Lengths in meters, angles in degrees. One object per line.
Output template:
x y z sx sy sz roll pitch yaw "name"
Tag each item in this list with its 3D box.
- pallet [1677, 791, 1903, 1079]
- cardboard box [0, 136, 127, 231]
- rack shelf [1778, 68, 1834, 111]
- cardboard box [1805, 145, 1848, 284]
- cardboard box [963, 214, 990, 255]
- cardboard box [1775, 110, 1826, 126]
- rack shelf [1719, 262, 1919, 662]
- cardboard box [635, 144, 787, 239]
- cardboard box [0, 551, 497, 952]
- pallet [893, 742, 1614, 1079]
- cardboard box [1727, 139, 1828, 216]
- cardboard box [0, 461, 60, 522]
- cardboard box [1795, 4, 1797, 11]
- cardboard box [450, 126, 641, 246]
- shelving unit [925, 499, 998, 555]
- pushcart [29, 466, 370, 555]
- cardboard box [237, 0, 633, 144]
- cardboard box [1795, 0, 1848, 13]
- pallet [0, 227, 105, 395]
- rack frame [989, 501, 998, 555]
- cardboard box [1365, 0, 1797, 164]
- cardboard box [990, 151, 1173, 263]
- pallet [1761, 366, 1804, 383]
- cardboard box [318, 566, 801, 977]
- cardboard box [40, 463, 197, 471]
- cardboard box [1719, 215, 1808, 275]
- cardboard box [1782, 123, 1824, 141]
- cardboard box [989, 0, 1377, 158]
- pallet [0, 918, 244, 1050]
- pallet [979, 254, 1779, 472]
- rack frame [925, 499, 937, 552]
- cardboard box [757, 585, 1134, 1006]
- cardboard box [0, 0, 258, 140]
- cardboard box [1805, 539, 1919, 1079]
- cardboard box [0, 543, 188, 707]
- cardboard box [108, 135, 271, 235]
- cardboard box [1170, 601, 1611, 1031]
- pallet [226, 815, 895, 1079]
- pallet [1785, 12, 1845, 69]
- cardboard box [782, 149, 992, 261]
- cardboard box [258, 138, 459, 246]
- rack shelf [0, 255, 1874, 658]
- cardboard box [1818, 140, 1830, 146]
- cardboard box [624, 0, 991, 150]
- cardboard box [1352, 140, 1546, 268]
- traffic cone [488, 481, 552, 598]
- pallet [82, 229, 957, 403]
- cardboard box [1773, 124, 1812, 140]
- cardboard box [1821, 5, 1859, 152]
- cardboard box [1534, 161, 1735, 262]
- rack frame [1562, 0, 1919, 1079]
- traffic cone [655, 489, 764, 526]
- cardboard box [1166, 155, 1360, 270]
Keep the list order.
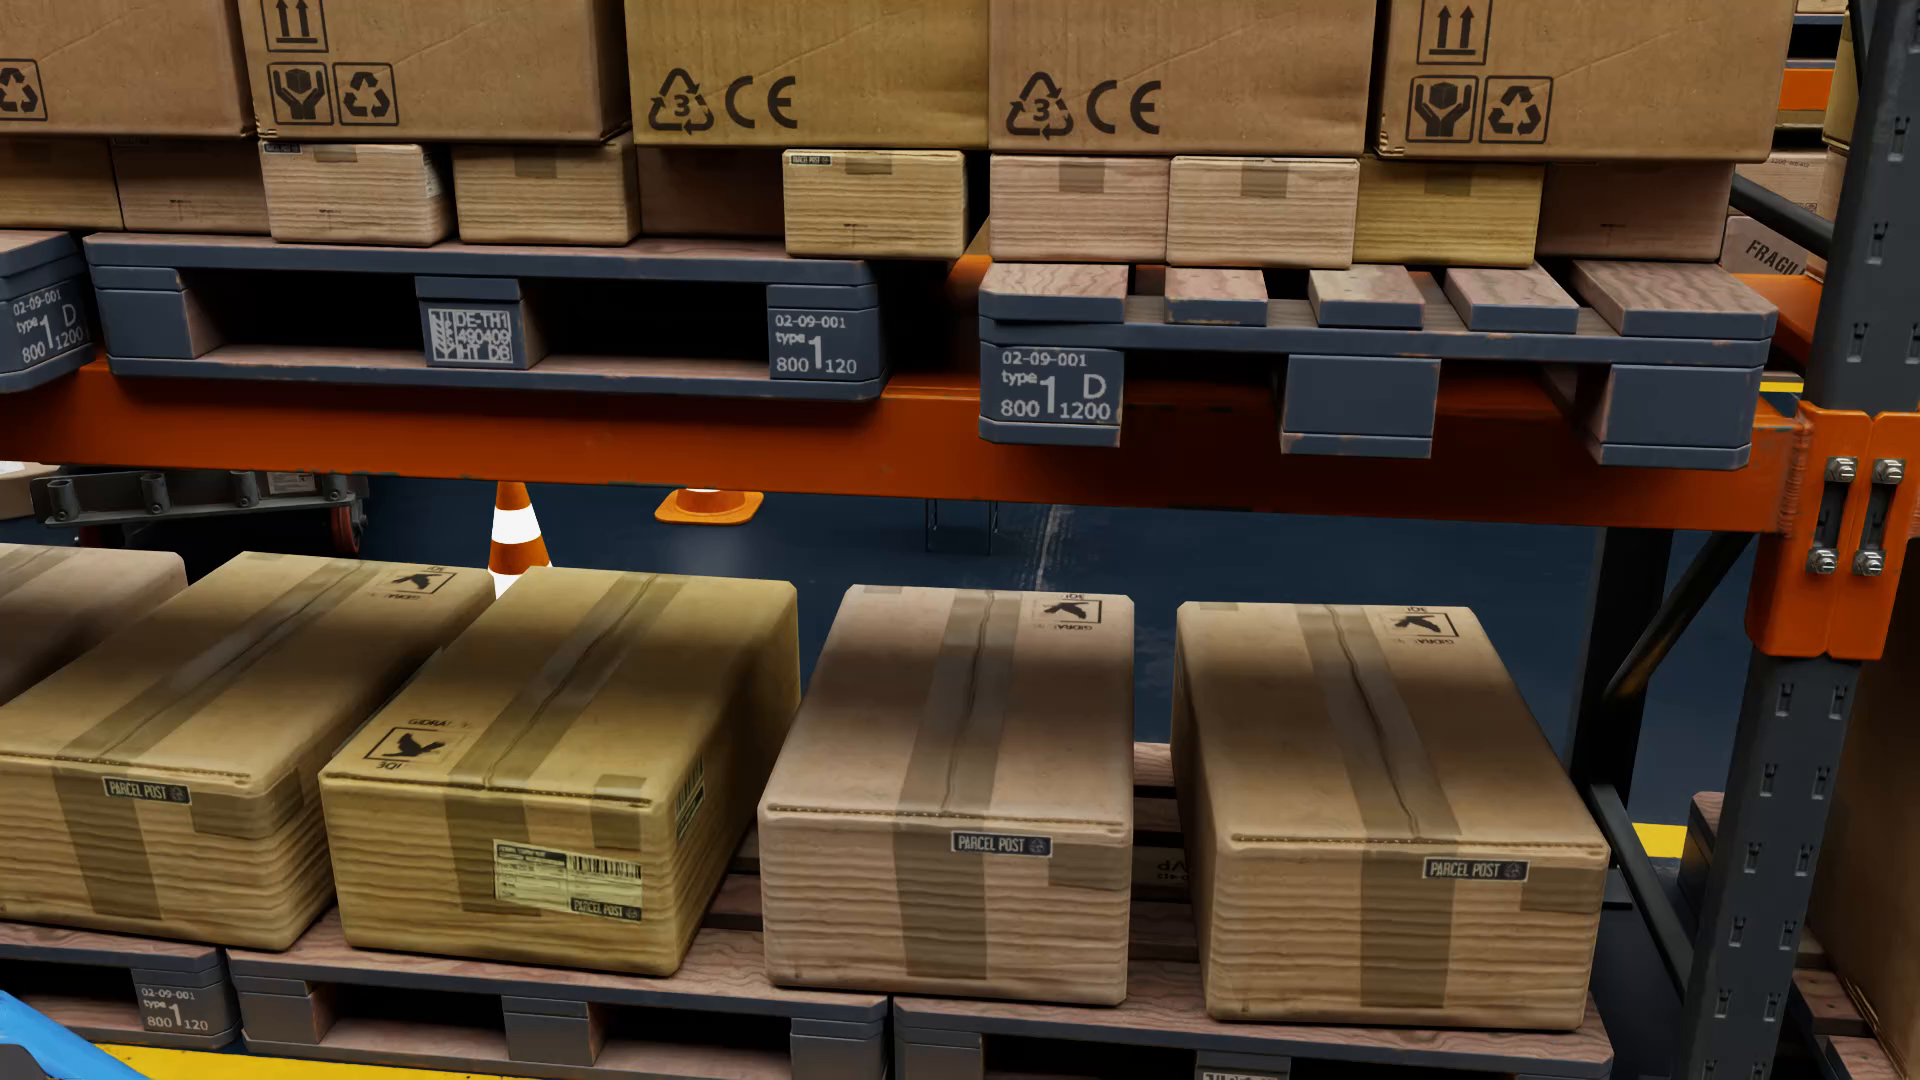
2.085 0.836 3.037 1.213 0.211 1.003 2 22 6 "pallet"
-1.362 -0.609 2.672 0.250 0.149 0.380 3 22 7 "cardboard box"
3.779 -1.912 7.176 4.000 0.370 1.077 2 22 6 "rack shelf"
1.844 -0.525 2.892 0.500 0.250 0.500 2 22 4 "cardboard box"
0.331 -1.578 7.841 0.750 0.750 1.050 3 22 7 "cardboard box"
5.812 -3.195 11.759 0.875 0.875 1.225 3 22 6 "cardboard box"
3.297 -0.101 2.594 4.000 0.370 1.077 2 22 6 "rack shelf"
-0.331 -0.586 2.612 0.250 0.149 0.380 3 22 7 "cardboard box"
-1.426 0.383 3.393 0.625 0.372 0.950 4 22 10 "cardboard box"
0.535 0.740 3.280 1.213 0.211 1.003 2 22 6 "pallet"
3.443 -1.549 7.087 0.500 0.250 0.500 3 22 7 "cardboard box"
-3.218 -0.242 5.692 0.396 0.266 0.258 -14 25 -31 "cardboard box"
3.281 -2.274 6.883 0.250 0.149 0.380 3 22 8 "cardboard box"
-0.590 -0.567 2.564 0.250 0.149 0.380 2 22 5 "cardboard box"
0.008 -0.418 5.273 0.210 0.900 0.258 2 22 6 "shelving unit"
-2.442 -0.310 5.711 0.936 0.377 1.648 -5 22 -12 "pushcart"
-0.731 -0.884 2.484 0.500 0.500 0.500 2 22 4 "cardboard box"
3.531 -2.262 6.853 0.250 0.149 0.380 3 22 7 "cardboard box"
-1.919 -0.520 2.935 1.213 0.211 1.003 2 22 6 "pallet"
0.109 -0.414 5.262 0.006 0.900 0.240 2 22 6 "rack frame"
0.827 -0.820 2.323 0.500 0.500 0.500 2 22 5 "cardboard box"
0.179 -0.522 2.451 0.250 0.149 0.380 1 22 4 "cardboard box"
3.777 -0.949 7.553 1.213 0.211 1.003 2 22 6 "pallet"
-0.735 0.413 3.319 0.625 0.372 0.950 3 22 8 "cardboard box"
-2.481 -0.536 5.085 0.500 0.500 0.500 2 22 6 "cardboard box"
3.476 -1.202 7.228 0.500 0.500 0.500 2 22 5 "cardboard box"
4.028 -1.716 7.510 0.500 0.250 0.500 3 22 8 "cardboard box"
0.312 -0.839 2.369 0.500 0.500 0.500 2 22 5 "cardboard box"
-1.888 0.635 3.547 1.213 0.211 1.003 2 22 6 "pallet"
0.591 -0.425 2.695 1.003 0.211 1.213 2 22 6 "pallet"
-0.093 -0.423 5.285 0.006 0.900 0.240 2 22 6 "rack frame"
0.017 0.448 3.230 0.625 0.372 0.950 2 22 5 "cardboard box"
-1.242 -0.902 2.530 0.500 0.500 0.500 2 22 6 "cardboard box"
1.987 0.331 2.841 0.875 0.875 0.875 2 22 6 "cardboard box"
-2.140 0.354 3.469 0.625 0.372 0.950 3 22 7 "cardboard box"
-1.116 -0.598 2.643 0.250 0.149 0.380 3 22 7 "cardboard box"
0.751 0.477 3.157 0.625 0.372 0.950 1 22 3 "cardboard box"
-0.673 0.687 3.416 1.213 0.211 1.003 2 22 6 "pallet"
3.764 -2.174 7.119 1.213 0.211 1.003 2 22 6 "pallet"
-0.096 -0.529 2.469 0.250 0.149 0.380 3 22 7 "cardboard box"
-0.858 -0.568 2.566 0.250 0.149 0.380 3 22 8 "cardboard box"
-0.675 -0.274 3.031 4.000 0.370 1.077 2 22 6 "rack shelf"
3.961 -1.527 7.031 0.500 0.250 0.500 2 22 4 "cardboard box"
-0.189 -0.860 2.423 0.500 0.500 0.500 1 22 3 "cardboard box"
0.683 -0.514 2.430 0.250 0.149 0.380 3 22 7 "cardboard box"
-1.265 0.027 4.741 0.334 0.463 0.336 2 22 6 "traffic cone"
-0.660 -0.503 2.894 1.213 0.211 1.003 2 22 6 "pallet"
3.509 -1.736 7.559 0.500 0.250 0.500 3 22 8 "cardboard box"
1.822 -0.756 2.797 0.500 0.250 0.500 2 22 6 "cardboard box"
0.958 -0.529 2.468 0.250 0.149 0.380 3 22 8 "cardboard box"
1.311 -0.522 2.680 0.127 3.000 1.000 2 22 6 "rack frame"
-0.859 -0.325 5.633 0.334 0.463 0.336 2 22 6 "traffic cone"
0.428 -0.508 2.416 0.250 0.149 0.380 2 22 6 "cardboard box"
